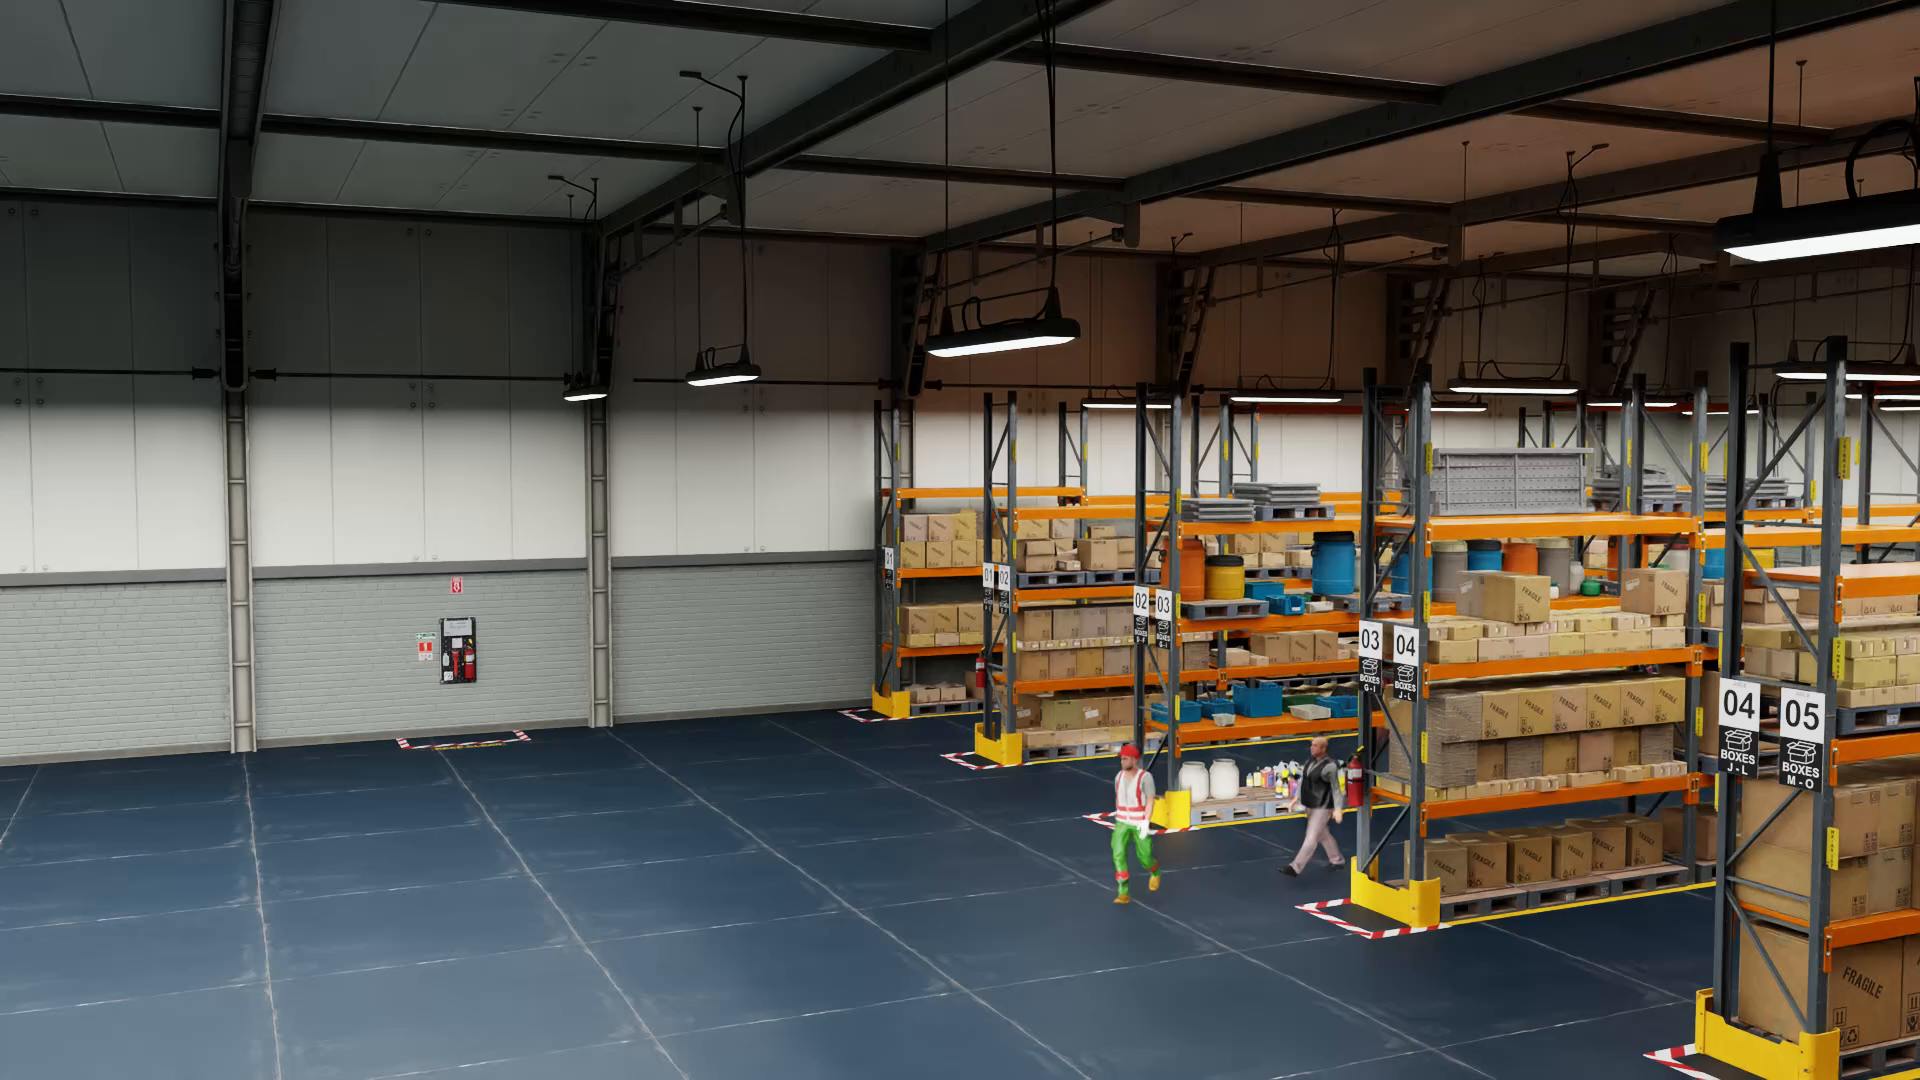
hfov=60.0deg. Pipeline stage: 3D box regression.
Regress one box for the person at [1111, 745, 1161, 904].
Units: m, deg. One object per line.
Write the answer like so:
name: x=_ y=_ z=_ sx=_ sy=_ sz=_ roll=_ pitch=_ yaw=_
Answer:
person: x=1.963 y=3.200 z=18.841 sx=0.538 sy=1.733 sz=0.955 roll=2 pitch=4 yaw=29

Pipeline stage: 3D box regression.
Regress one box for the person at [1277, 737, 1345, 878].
person: x=4.147 y=3.162 z=19.733 sx=1.069 sy=1.659 sz=0.551 roll=-1 pitch=4 yaw=-19

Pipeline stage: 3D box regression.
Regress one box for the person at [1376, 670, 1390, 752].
person: x=6.645 y=2.833 z=25.887 sx=1.066 sy=1.615 sz=0.487 roll=0 pitch=3 yaw=4
